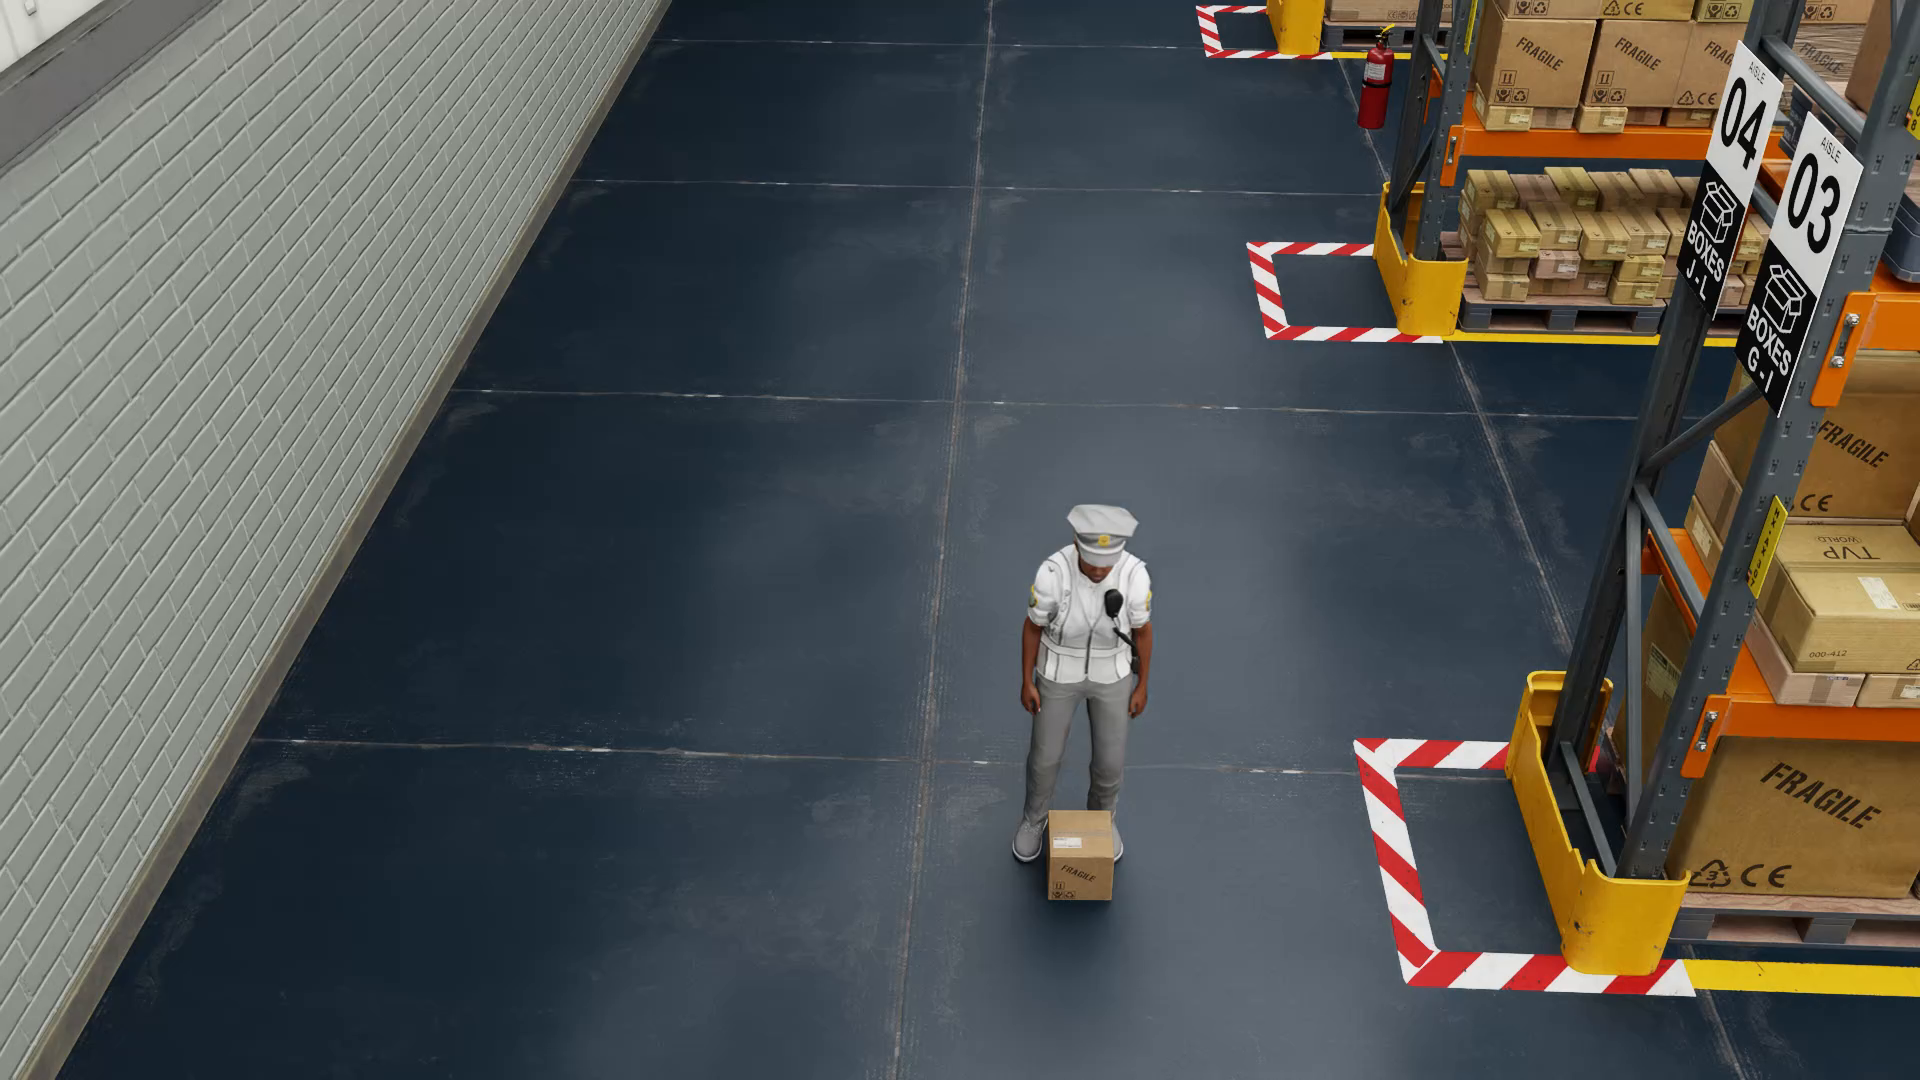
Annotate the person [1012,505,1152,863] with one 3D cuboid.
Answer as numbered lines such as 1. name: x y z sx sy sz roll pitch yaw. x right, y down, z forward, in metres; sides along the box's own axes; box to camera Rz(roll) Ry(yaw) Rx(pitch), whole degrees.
1. person: 0.471 0.543 6.365 0.509 1.657 0.397 1 36 2
